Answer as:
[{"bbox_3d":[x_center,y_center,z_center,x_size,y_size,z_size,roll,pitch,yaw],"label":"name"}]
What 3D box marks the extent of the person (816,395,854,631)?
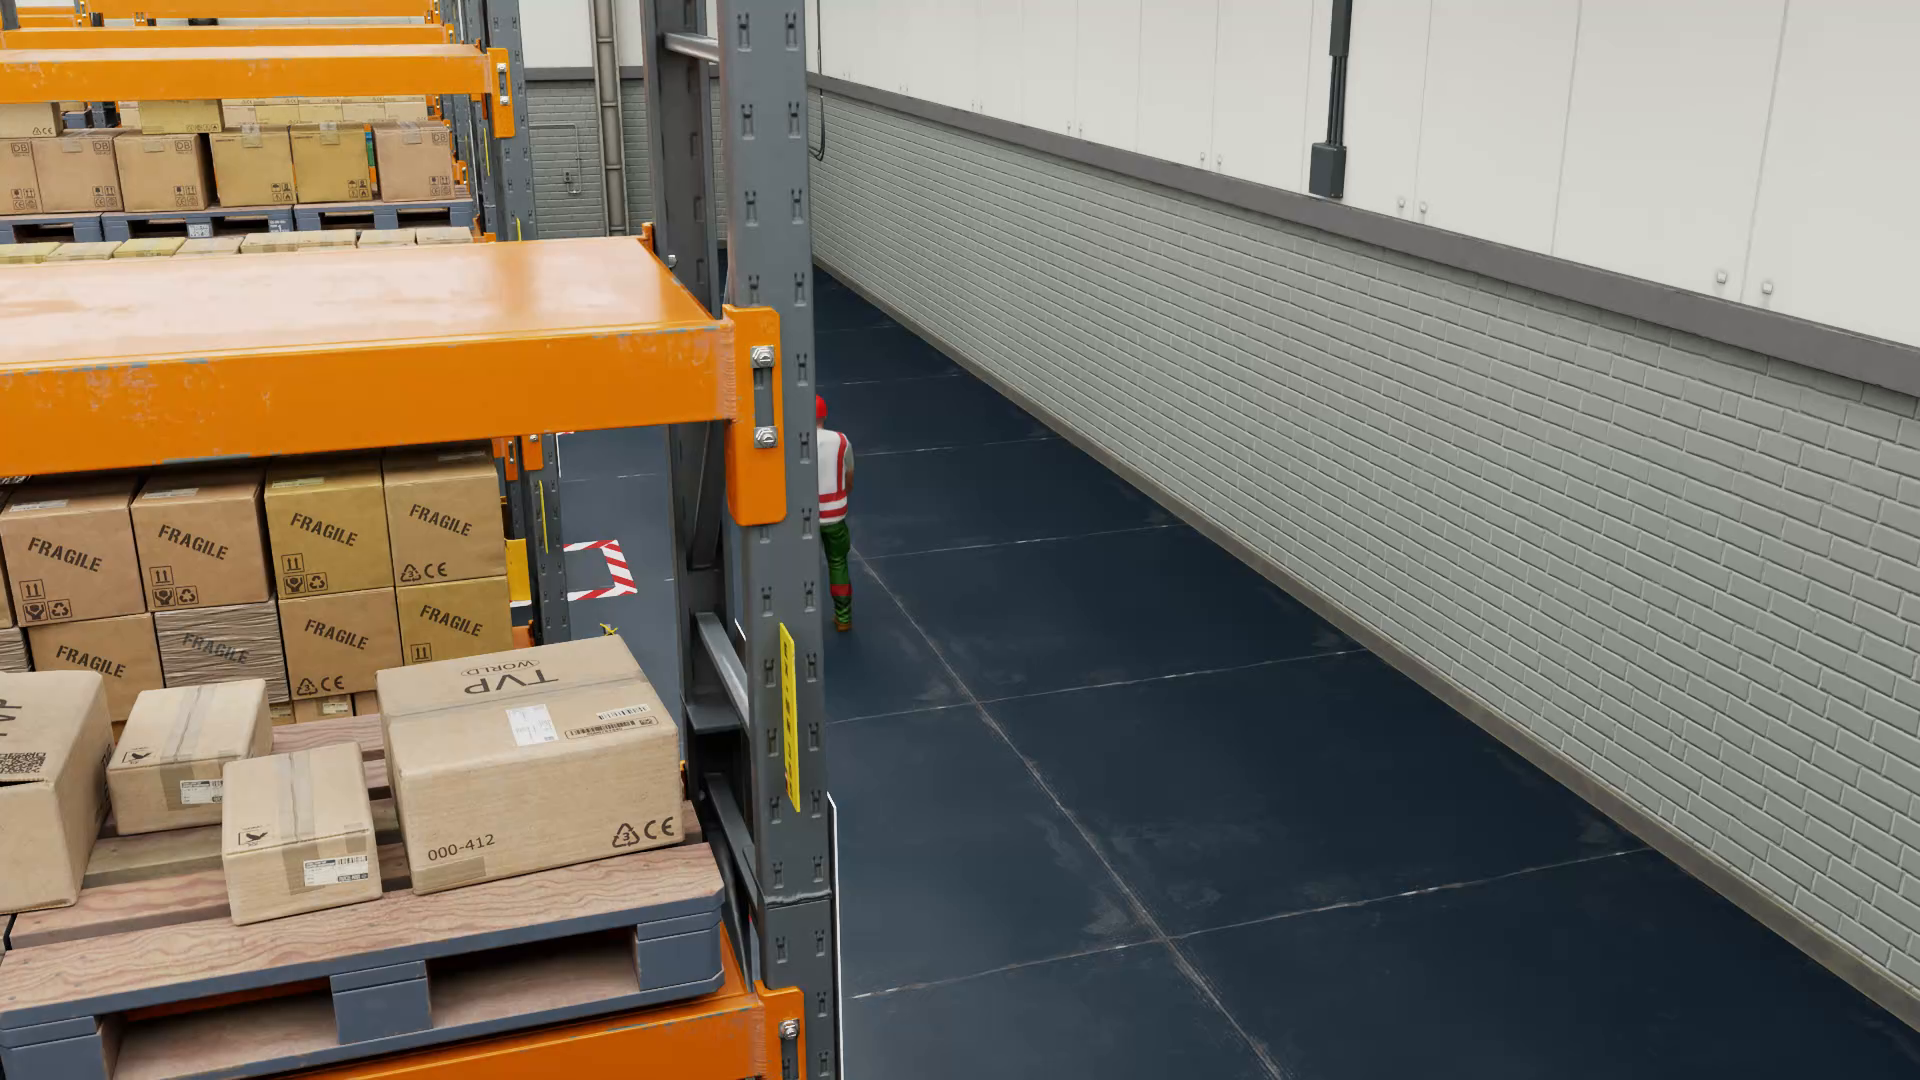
[{"bbox_3d":[-1.033,-0.187,12.070,0.541,1.789,0.425,-7,20,-18],"label":"person"}]
